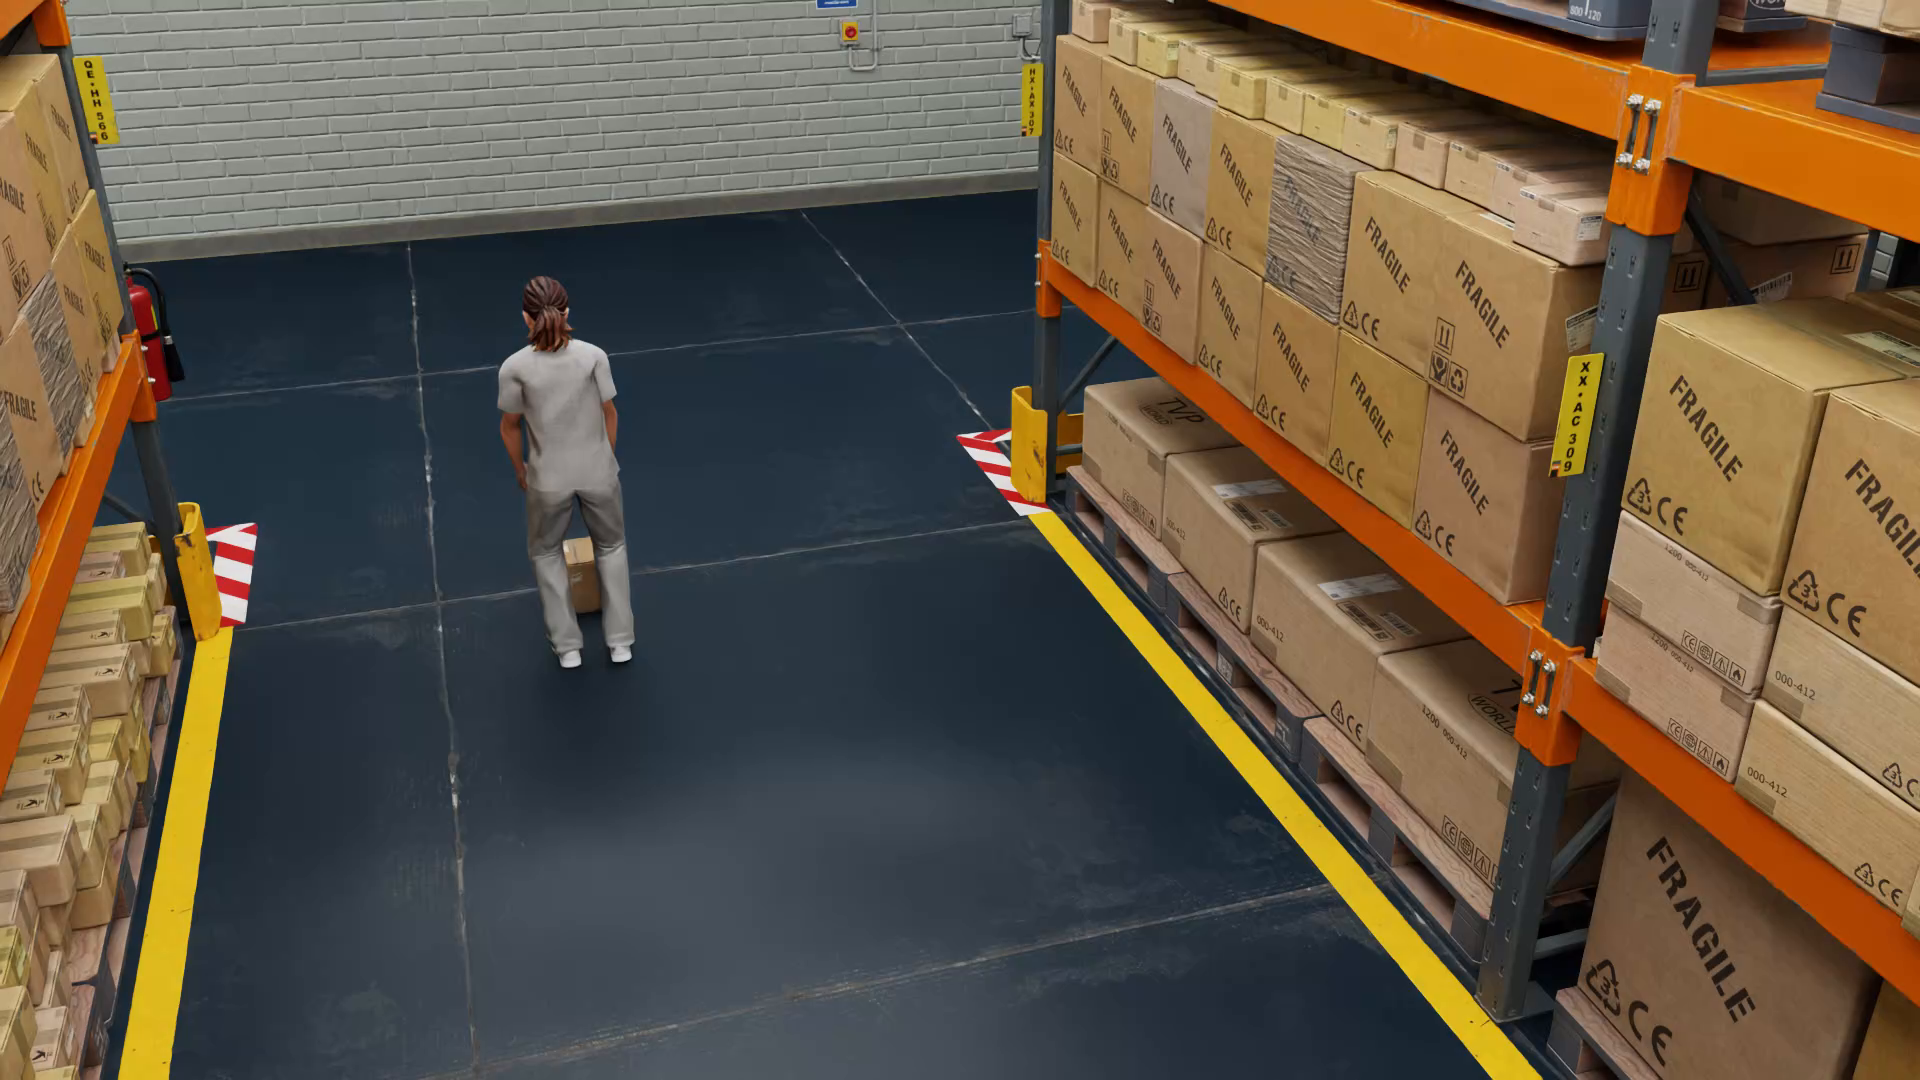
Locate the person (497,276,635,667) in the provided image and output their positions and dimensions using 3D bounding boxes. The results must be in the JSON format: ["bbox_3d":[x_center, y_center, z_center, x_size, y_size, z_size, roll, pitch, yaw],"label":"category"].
[{"bbox_3d":[-1.583,-0.251,6.685,0.461,1.627,0.388,-8,27,-15],"label":"person"}]
